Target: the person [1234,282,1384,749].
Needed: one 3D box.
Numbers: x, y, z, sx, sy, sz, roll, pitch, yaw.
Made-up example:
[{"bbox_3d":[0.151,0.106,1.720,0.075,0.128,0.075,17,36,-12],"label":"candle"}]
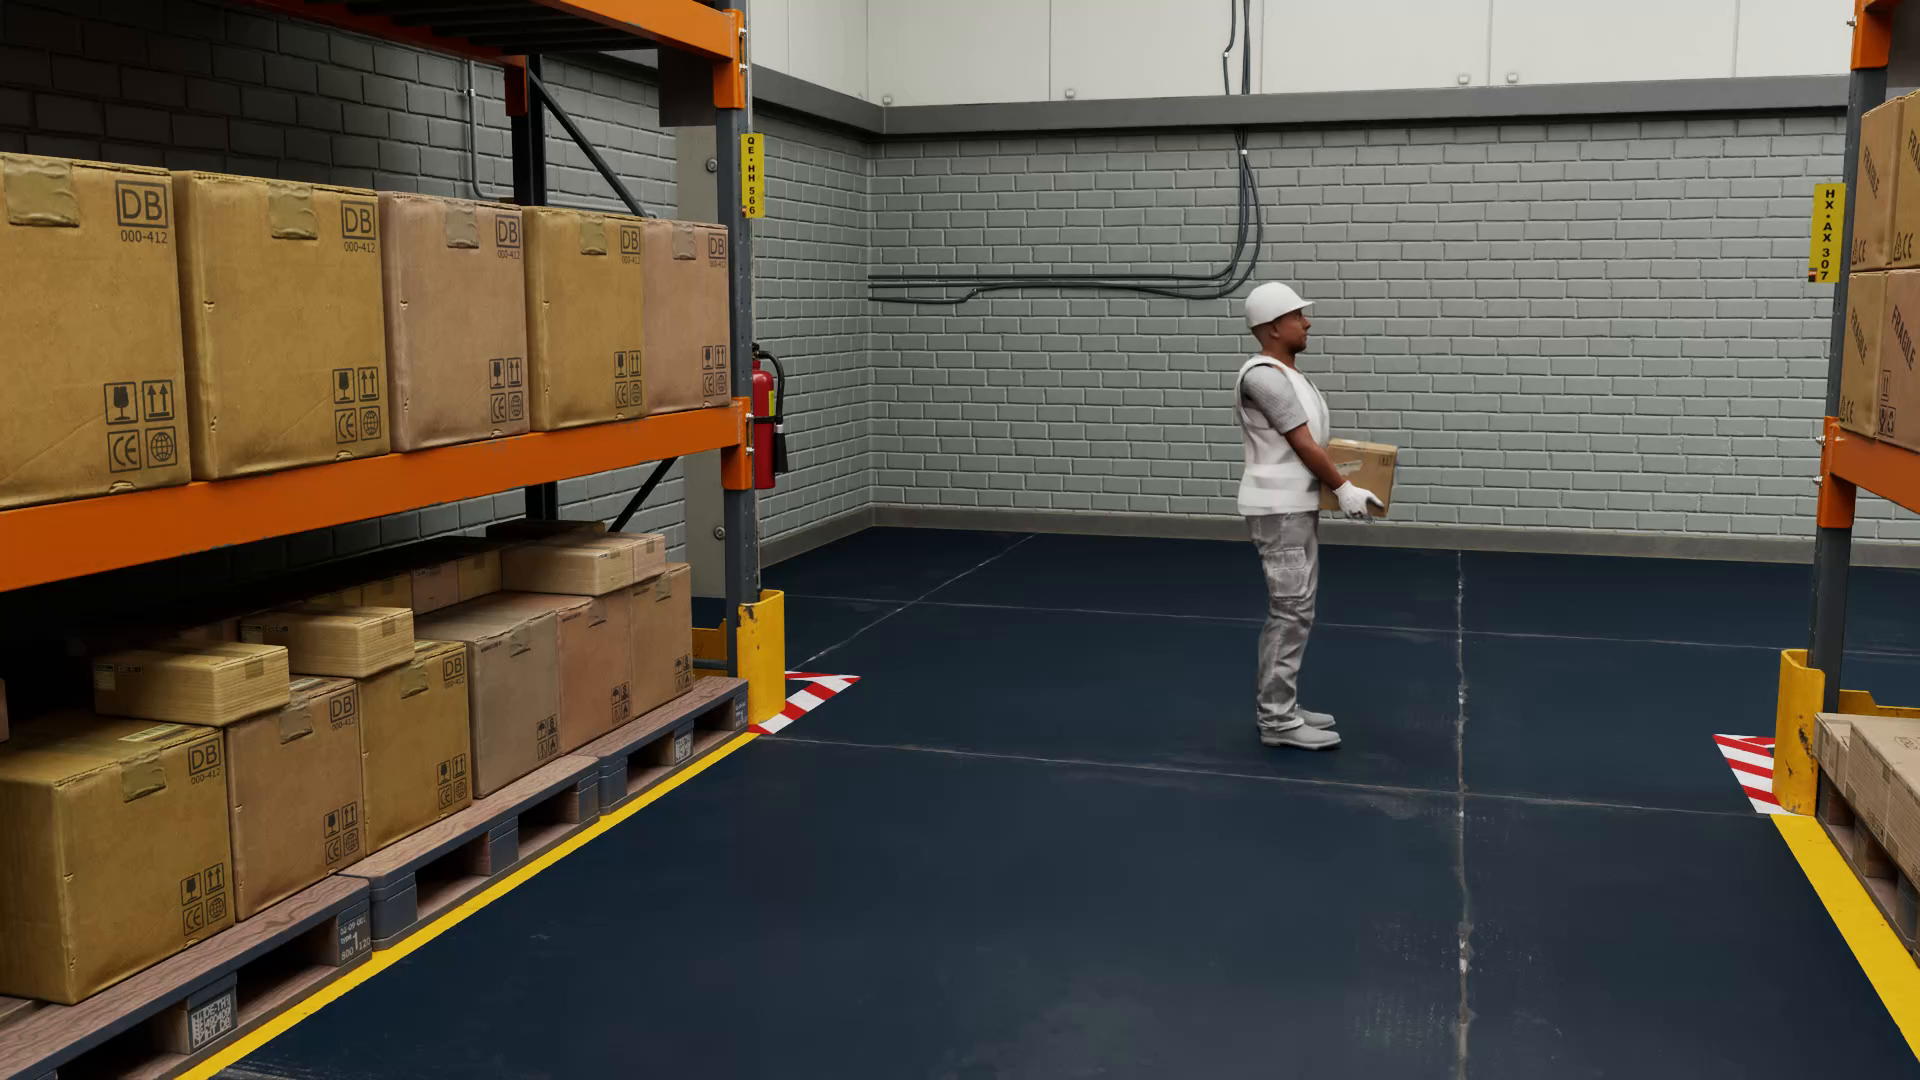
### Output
[{"bbox_3d":[1.354,-0.099,6.451,0.573,1.782,0.493,2,9,16],"label":"person"}]
